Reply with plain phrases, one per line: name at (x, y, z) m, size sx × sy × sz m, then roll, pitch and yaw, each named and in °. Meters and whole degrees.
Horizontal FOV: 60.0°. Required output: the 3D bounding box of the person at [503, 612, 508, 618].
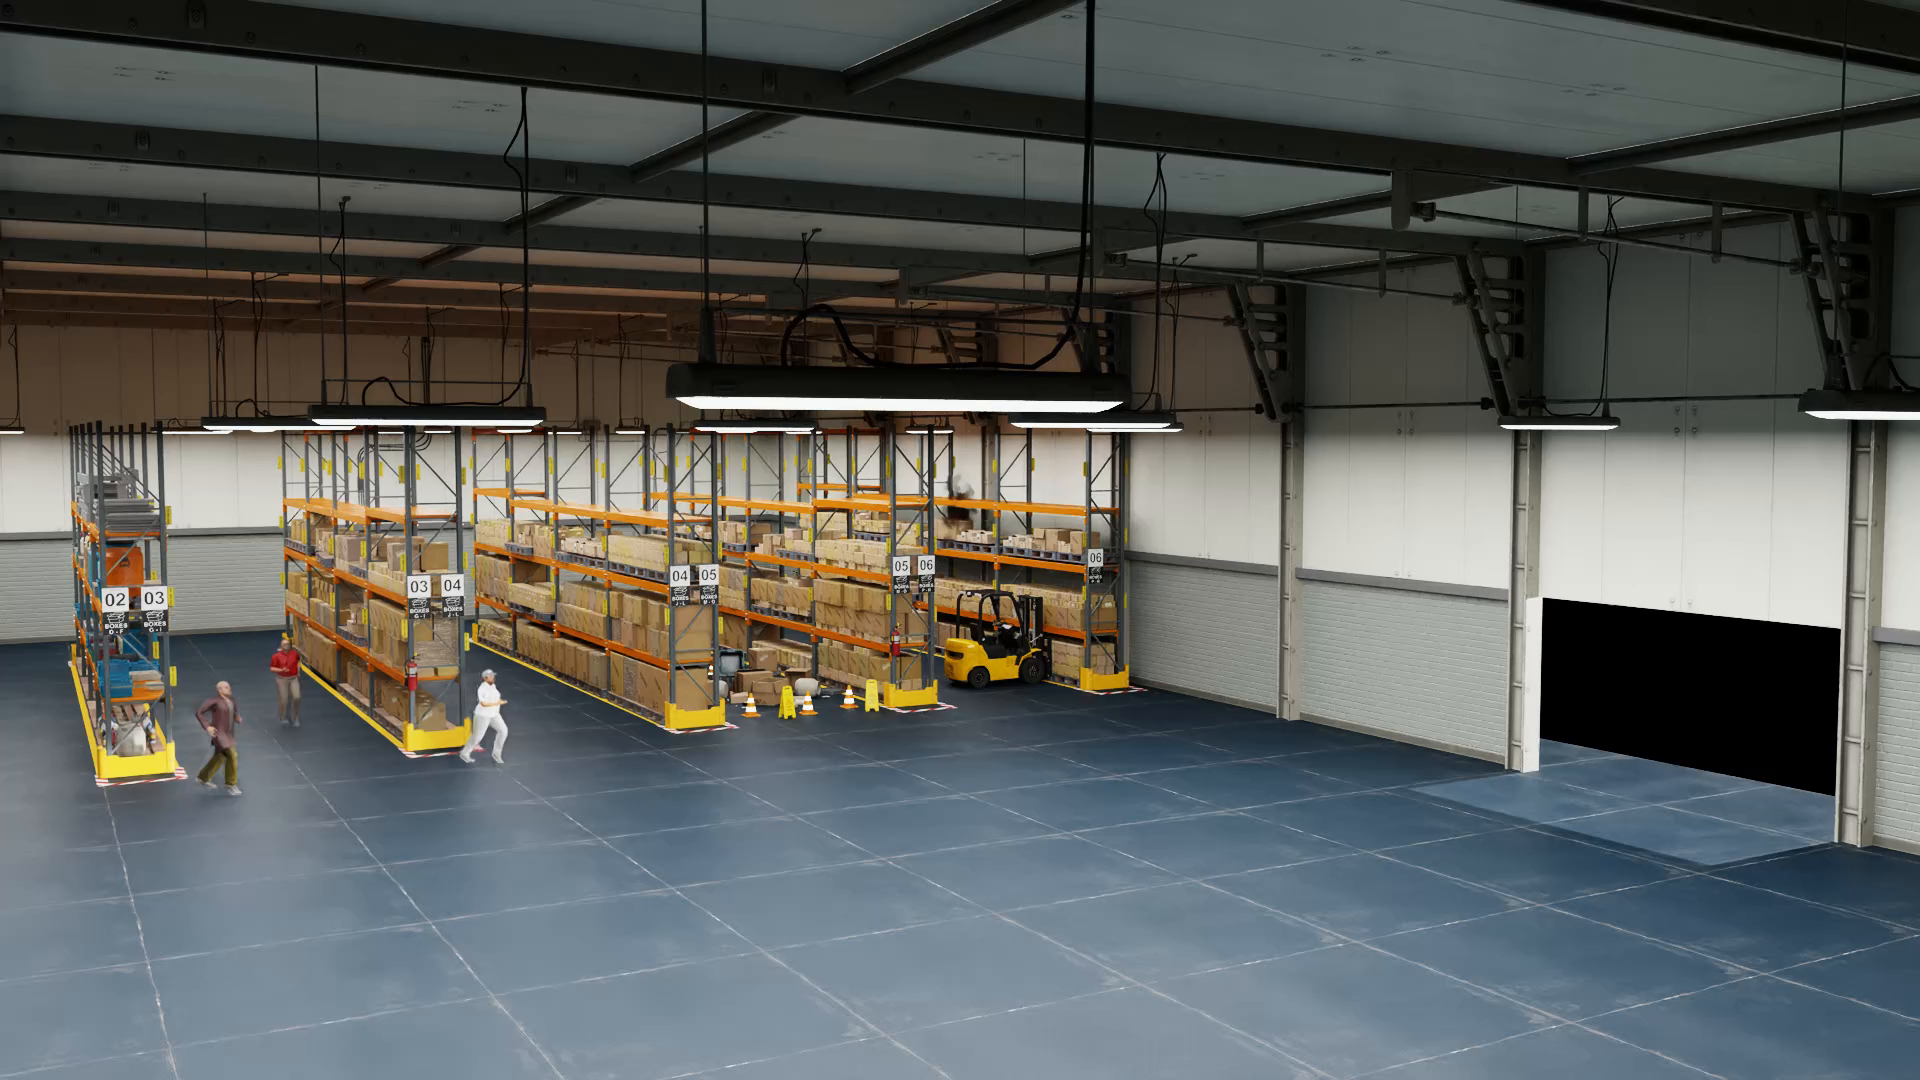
person at (-13.007, 1.935, 48.128) m, size 0.471 × 1.650 × 0.690 m, roll 1°, pitch 4°, yaw 16°

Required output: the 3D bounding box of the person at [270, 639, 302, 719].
person at (-13.298, 2.754, 32.870) m, size 0.638 × 1.596 × 0.750 m, roll -3°, pitch 4°, yaw -37°

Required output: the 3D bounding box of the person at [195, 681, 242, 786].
person at (-11.925, 3.093, 26.767) m, size 0.759 × 1.658 × 0.707 m, roll 0°, pitch 4°, yaw 4°

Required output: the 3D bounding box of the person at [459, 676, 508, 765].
person at (-8.285, 3.116, 29.060) m, size 0.870 × 1.689 × 0.611 m, roll 1°, pitch 4°, yaw 14°
